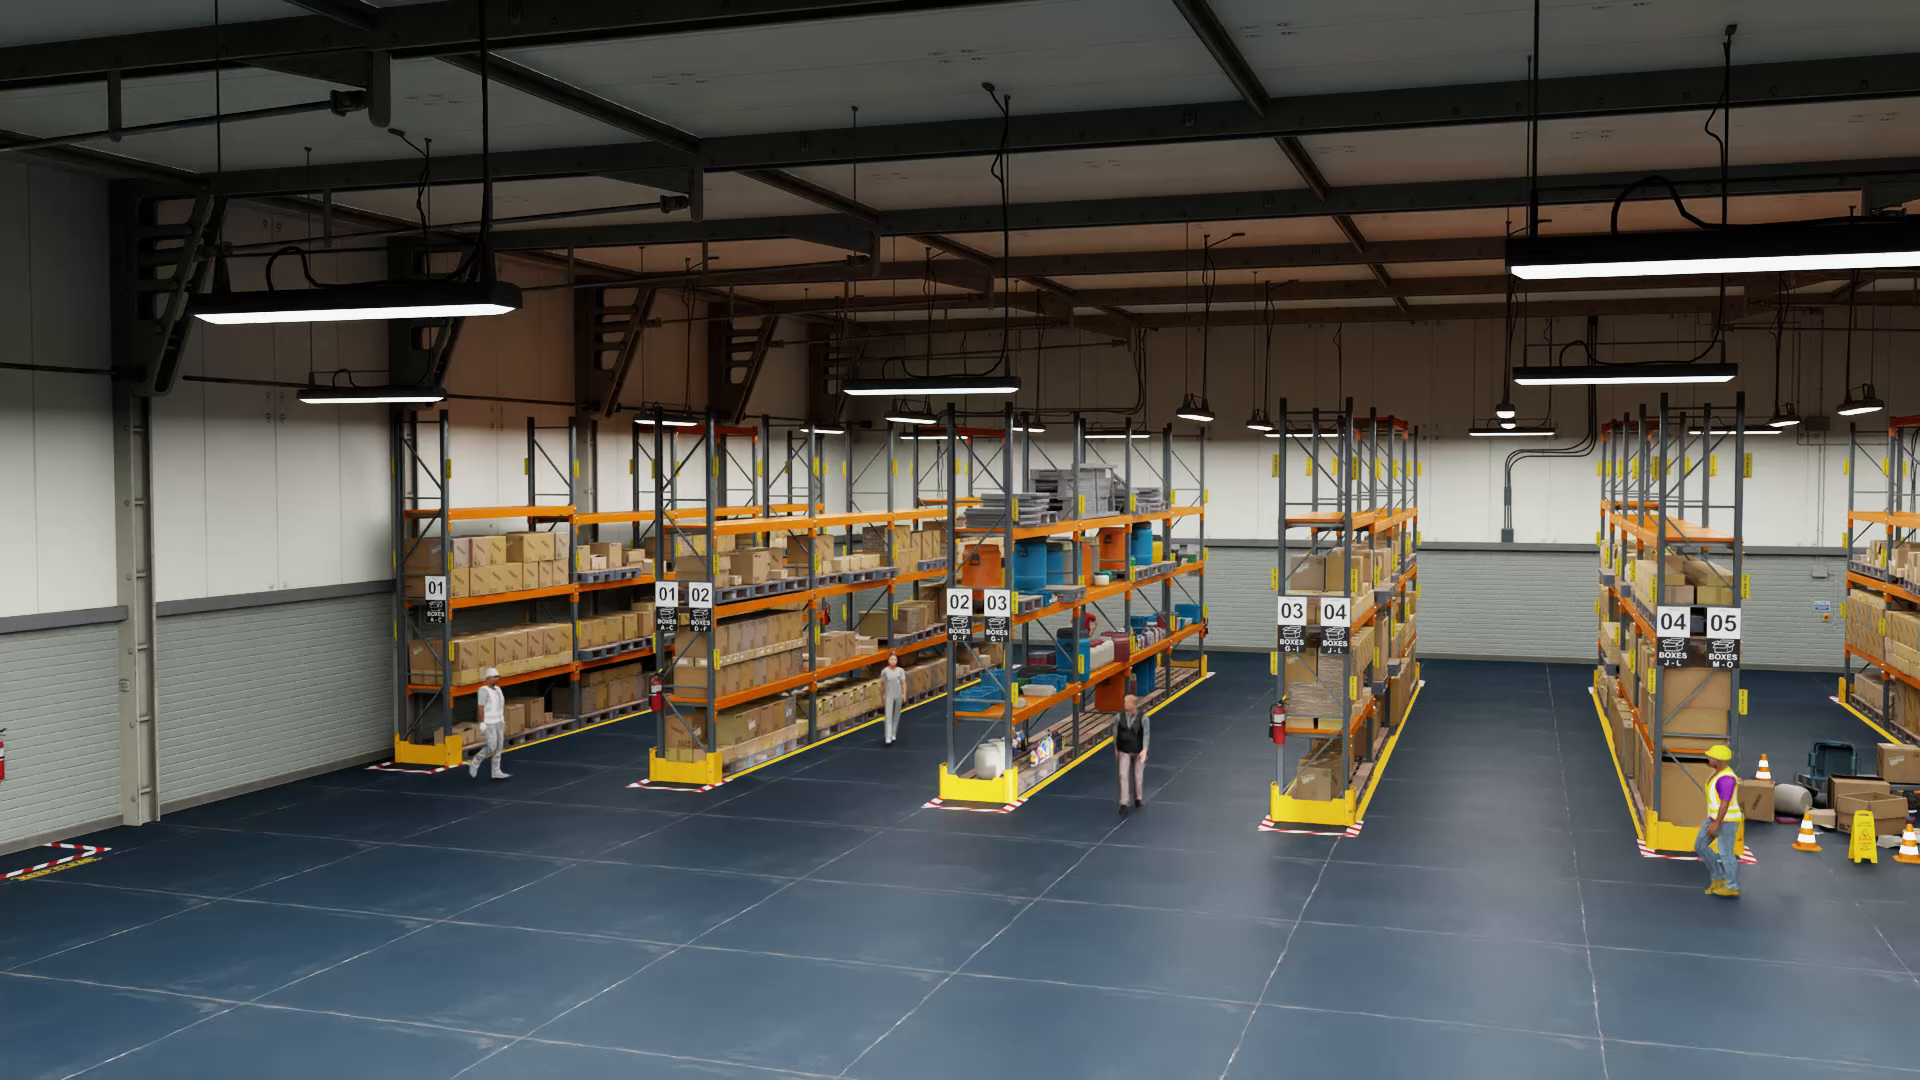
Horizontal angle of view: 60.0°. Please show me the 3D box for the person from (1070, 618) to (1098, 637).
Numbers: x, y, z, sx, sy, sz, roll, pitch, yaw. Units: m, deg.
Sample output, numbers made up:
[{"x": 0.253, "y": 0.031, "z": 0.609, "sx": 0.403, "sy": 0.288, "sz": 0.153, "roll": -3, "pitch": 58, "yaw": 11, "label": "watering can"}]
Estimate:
[{"x": 3.111, "y": 2.398, "z": 41.729, "sx": 0.707, "sy": 1.641, "sz": 0.732, "roll": 1, "pitch": 3, "yaw": 27, "label": "person"}]

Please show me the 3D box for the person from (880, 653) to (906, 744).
[{"x": 1.164, "y": 2.752, "z": 33.025, "sx": 6.602, "sy": 1.632, "sz": 5.028, "roll": -1, "pitch": 3, "yaw": -16, "label": "person"}]

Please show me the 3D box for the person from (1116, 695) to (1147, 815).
[{"x": 2.487, "y": 3.096, "z": 24.185, "sx": 0.519, "sy": 1.682, "sz": 0.939, "roll": 1, "pitch": 3, "yaw": 12, "label": "person"}]

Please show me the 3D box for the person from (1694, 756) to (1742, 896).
[{"x": 8.894, "y": 3.349, "z": 19.399, "sx": 0.515, "sy": 1.669, "sz": 0.544, "roll": 0, "pitch": 2, "yaw": 0, "label": "person"}]

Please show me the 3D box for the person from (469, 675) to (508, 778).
[{"x": 6.624, "y": 2.111, "z": 25.757, "sx": 28.467, "sy": 3.536, "sz": 6.355, "roll": 1, "pitch": 3, "yaw": 16, "label": "person"}]
